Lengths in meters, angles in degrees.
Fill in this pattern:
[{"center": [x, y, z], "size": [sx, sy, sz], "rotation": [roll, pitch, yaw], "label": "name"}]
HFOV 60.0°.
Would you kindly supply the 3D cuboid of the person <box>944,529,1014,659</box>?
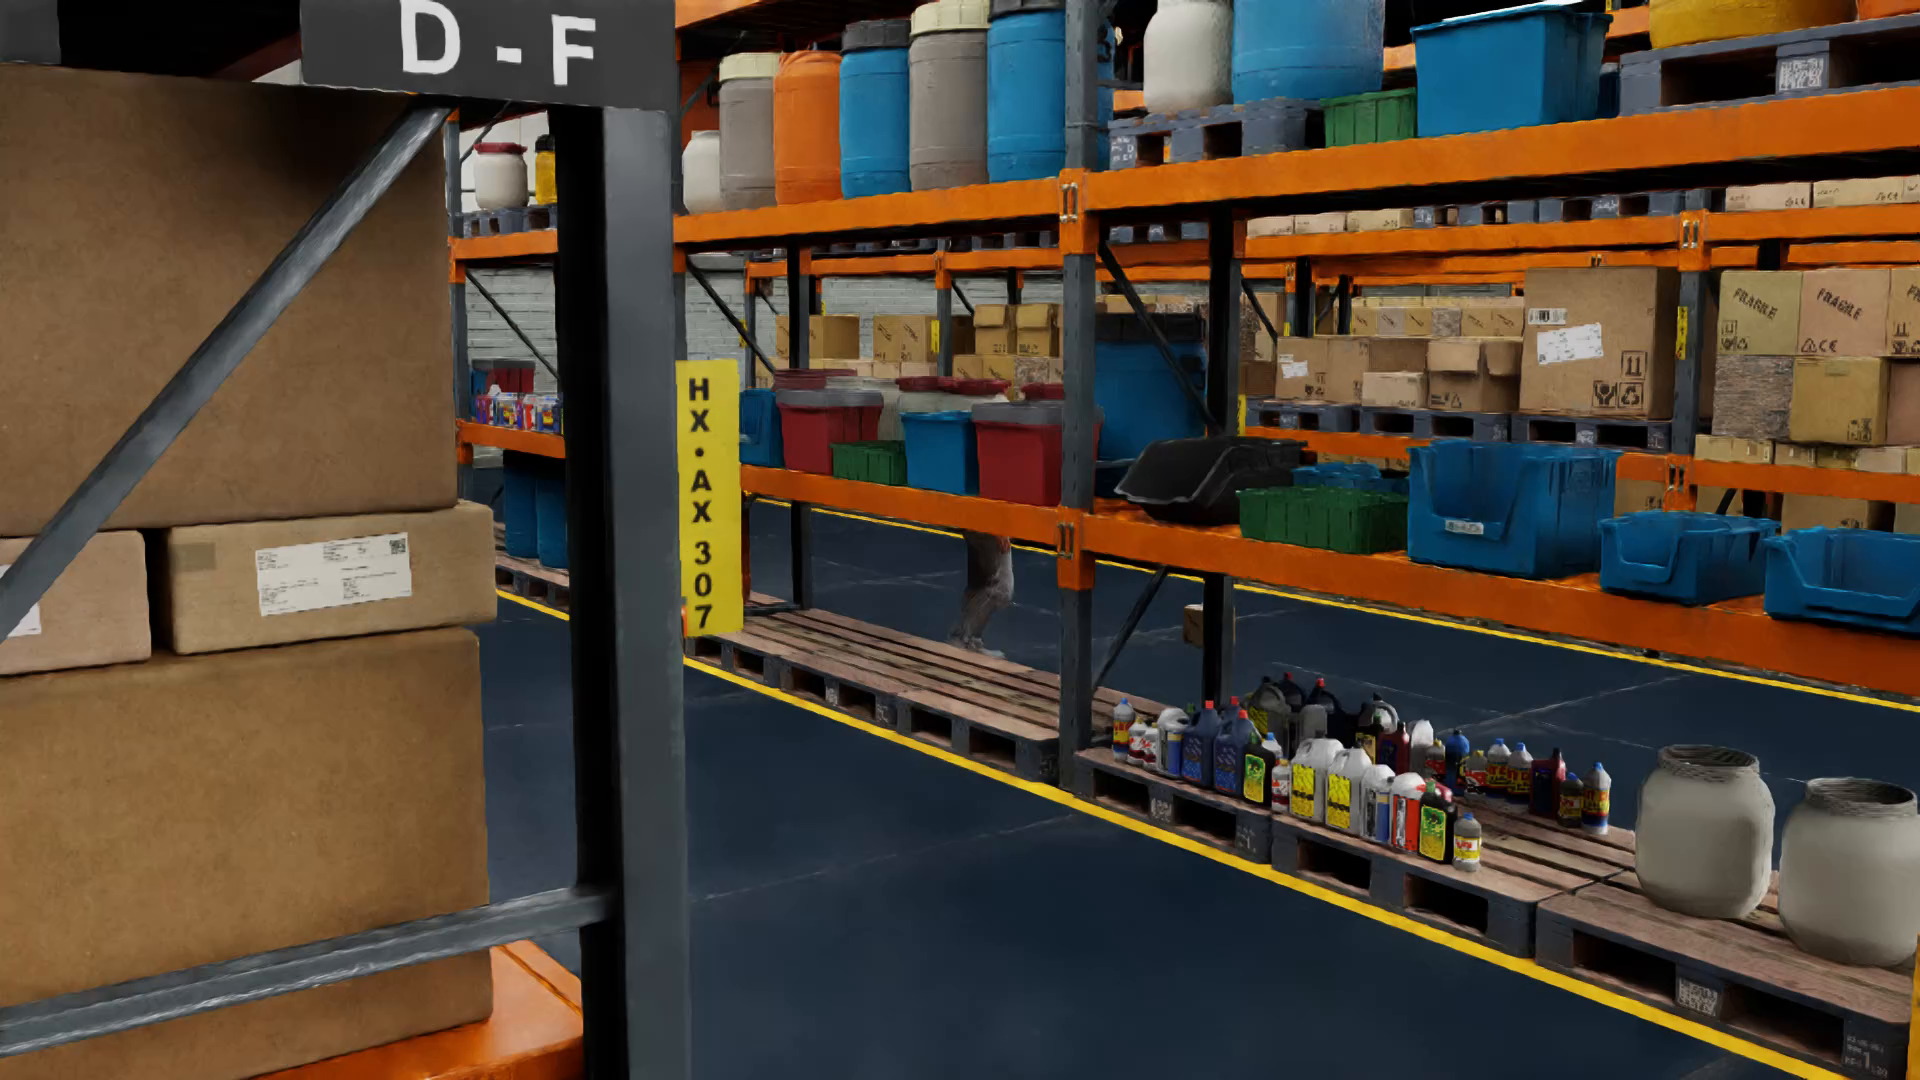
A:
[{"center": [0.121, -0.098, 10.304], "size": [0.460, 1.764, 0.704], "rotation": [0, 8, -1], "label": "person"}]
